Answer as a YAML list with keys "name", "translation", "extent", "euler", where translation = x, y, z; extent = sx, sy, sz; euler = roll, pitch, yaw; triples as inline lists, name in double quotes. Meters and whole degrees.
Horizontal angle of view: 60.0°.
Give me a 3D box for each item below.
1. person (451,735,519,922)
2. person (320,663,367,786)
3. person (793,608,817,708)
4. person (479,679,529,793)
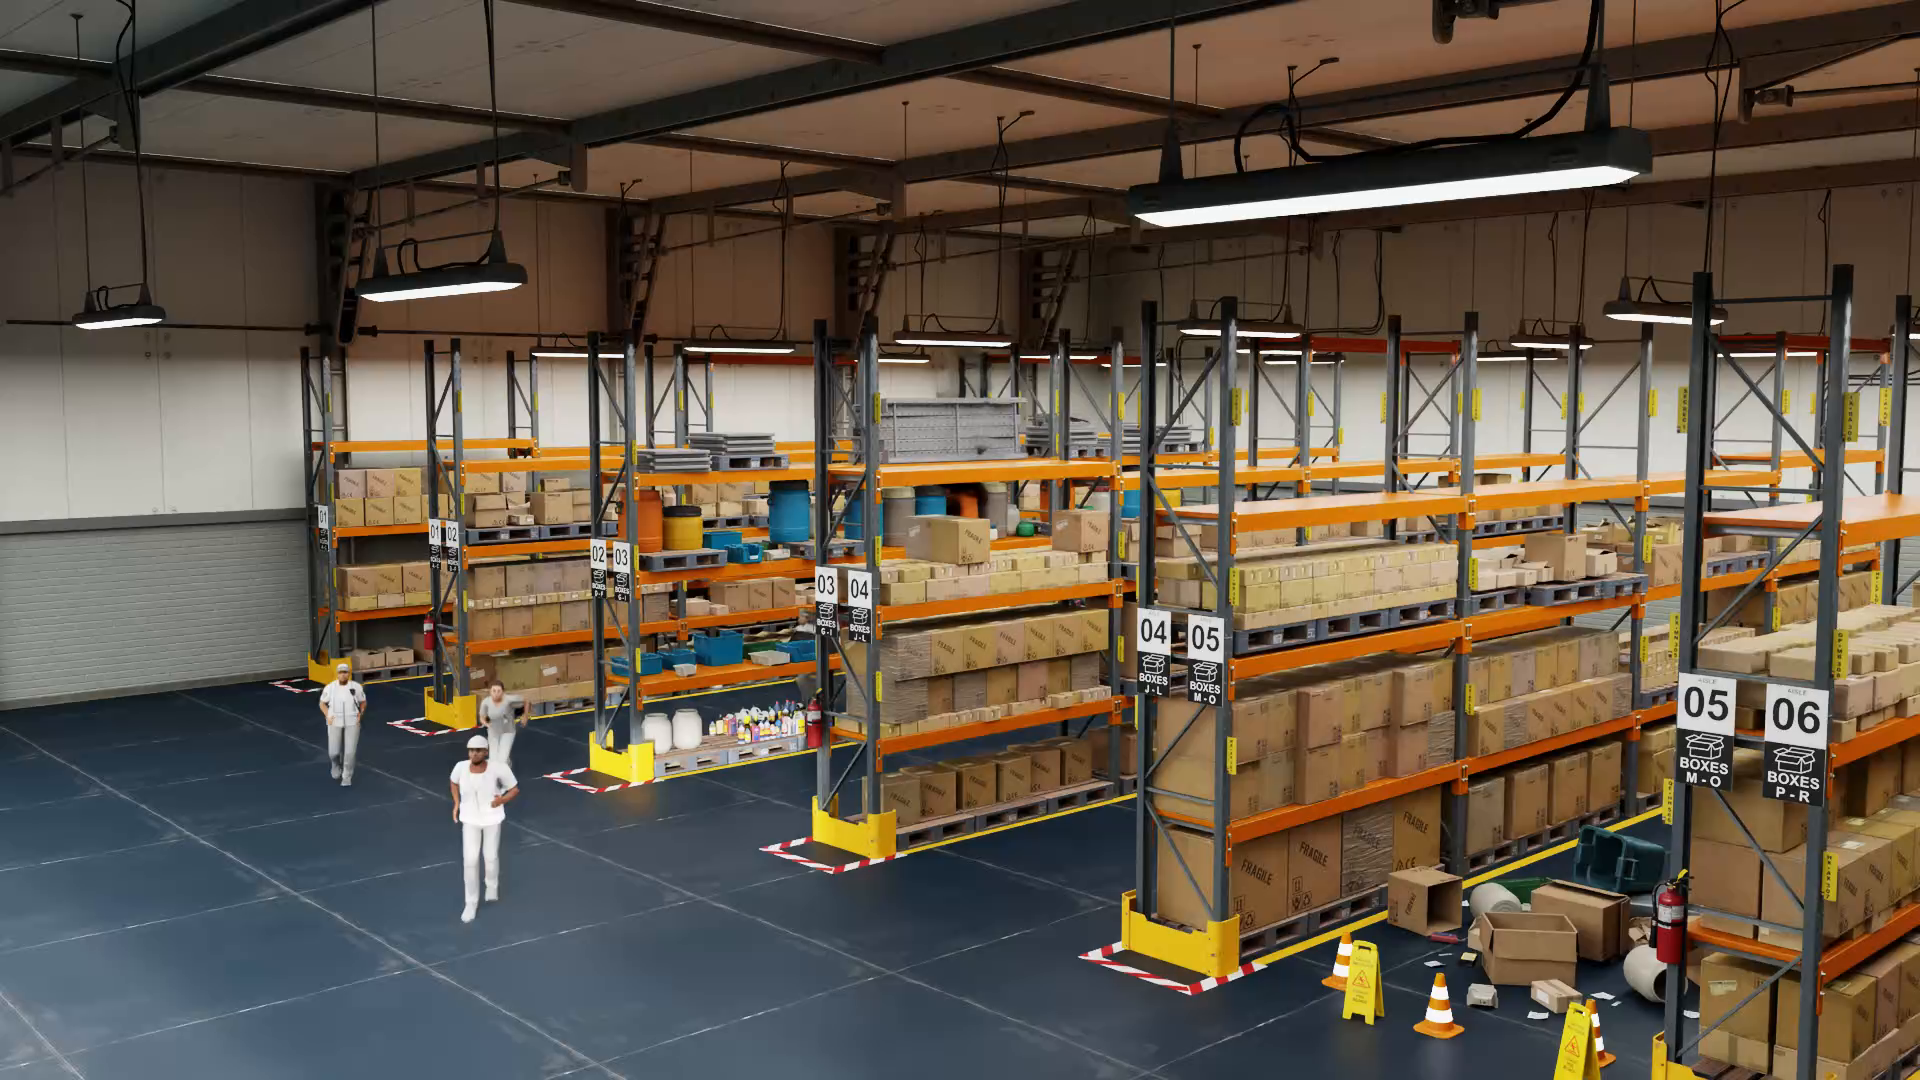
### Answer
- name: "person"
  translation: [-4.737, 2.829, 16.573]
  extent: [0.686, 1.821, 0.785]
  euler: [-1, 5, -10]
- name: "person"
  translation: [-8.122, 2.429, 21.931]
  extent: [0.587, 1.621, 0.543]
  euler: [-2, 5, -21]
- name: "person"
  translation: [-2.509, 1.963, 26.937]
  extent: [0.704, 1.740, 0.590]
  euler: [-5, 7, -45]
- name: "person"
  translation: [-5.832, 2.624, 21.308]
  extent: [0.586, 1.340, 0.839]
  euler: [0, 5, -3]
